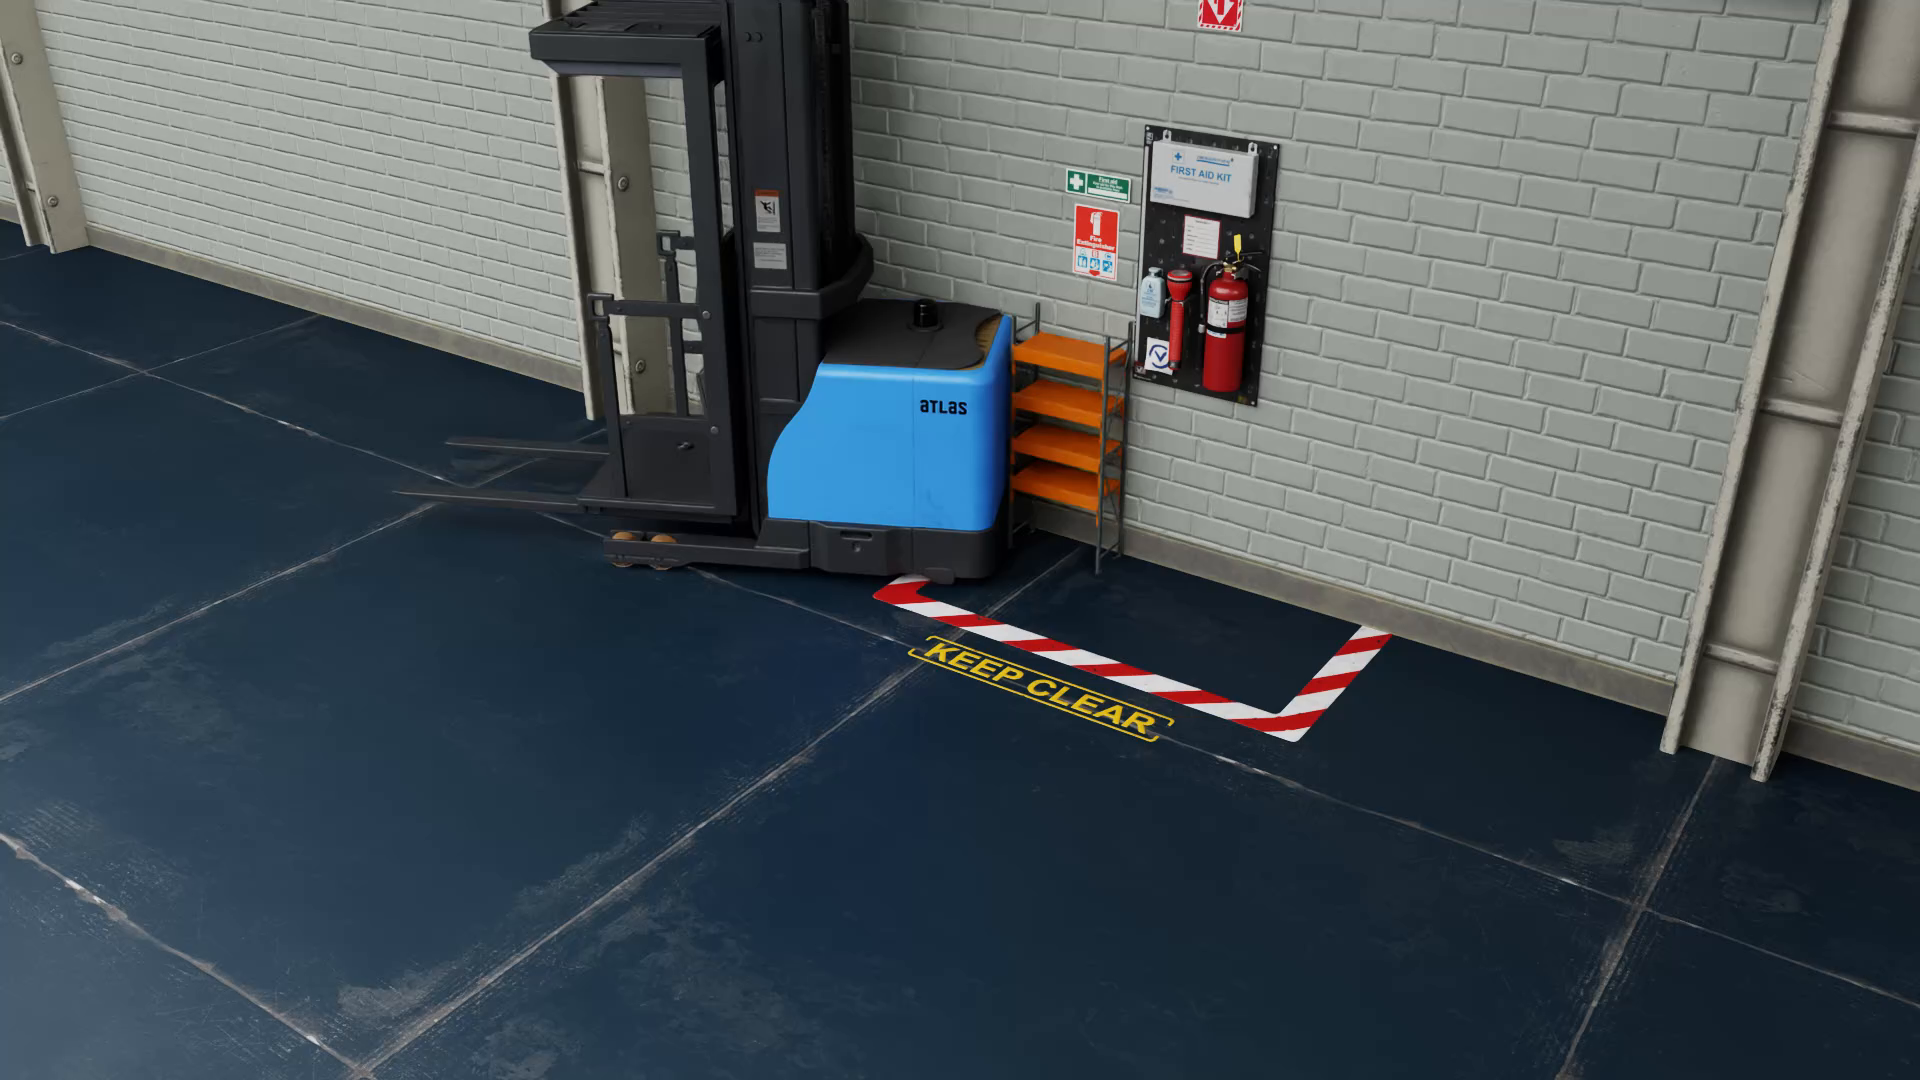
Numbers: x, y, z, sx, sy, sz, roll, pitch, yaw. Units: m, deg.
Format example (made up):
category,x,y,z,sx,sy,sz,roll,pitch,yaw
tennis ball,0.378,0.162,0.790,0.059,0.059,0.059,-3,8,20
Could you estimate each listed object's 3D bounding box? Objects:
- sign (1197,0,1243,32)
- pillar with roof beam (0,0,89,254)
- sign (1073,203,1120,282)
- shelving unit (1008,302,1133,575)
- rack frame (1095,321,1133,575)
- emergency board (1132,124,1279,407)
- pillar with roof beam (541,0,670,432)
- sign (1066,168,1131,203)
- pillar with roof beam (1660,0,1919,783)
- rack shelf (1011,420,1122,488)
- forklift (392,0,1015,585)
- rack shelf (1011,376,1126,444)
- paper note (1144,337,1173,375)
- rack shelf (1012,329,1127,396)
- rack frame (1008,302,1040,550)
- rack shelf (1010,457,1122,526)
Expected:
category,x,y,z,sx,sy,sz,roll,pitch,yaw
sign,1.064,-2.229,6.768,0.199,0.298,0.001,17,32,30
pillar with roof beam,-9.299,-4.654,7.473,0.400,9.000,9.100,17,32,30
sign,0.617,-1.353,7.563,0.234,0.329,0.001,17,32,30
shelving unit,0.511,-0.473,7.857,0.503,1.200,0.258,16,31,29
rack frame,0.716,-0.413,7.739,0.015,1.200,0.240,16,31,29
emergency board,1.014,-1.157,7.216,0.643,1.169,0.194,17,32,30
pillar with roof beam,-4.353,-3.113,4.446,0.400,9.000,9.100,17,32,30
sign,0.616,-1.585,7.434,0.331,0.109,0.001,17,32,30
pillar with roof beam,0.592,-1.572,1.418,0.400,9.000,9.100,17,32,30
rack shelf,0.511,-0.413,7.887,0.480,0.148,0.258,16,31,29
forklift,-1.265,-1.393,7.756,3.031,2.935,1.130,4,27,8
rack shelf,0.511,-0.612,7.786,0.480,0.148,0.258,16,31,29
paper note,0.908,-0.836,7.556,0.142,0.148,0.016,17,32,30
rack shelf,0.511,-0.823,7.678,0.480,0.148,0.258,16,31,29
rack frame,0.306,-0.533,7.975,0.015,1.200,0.240,16,31,29
rack shelf,0.511,-0.236,7.977,0.480,0.148,0.258,16,31,29
